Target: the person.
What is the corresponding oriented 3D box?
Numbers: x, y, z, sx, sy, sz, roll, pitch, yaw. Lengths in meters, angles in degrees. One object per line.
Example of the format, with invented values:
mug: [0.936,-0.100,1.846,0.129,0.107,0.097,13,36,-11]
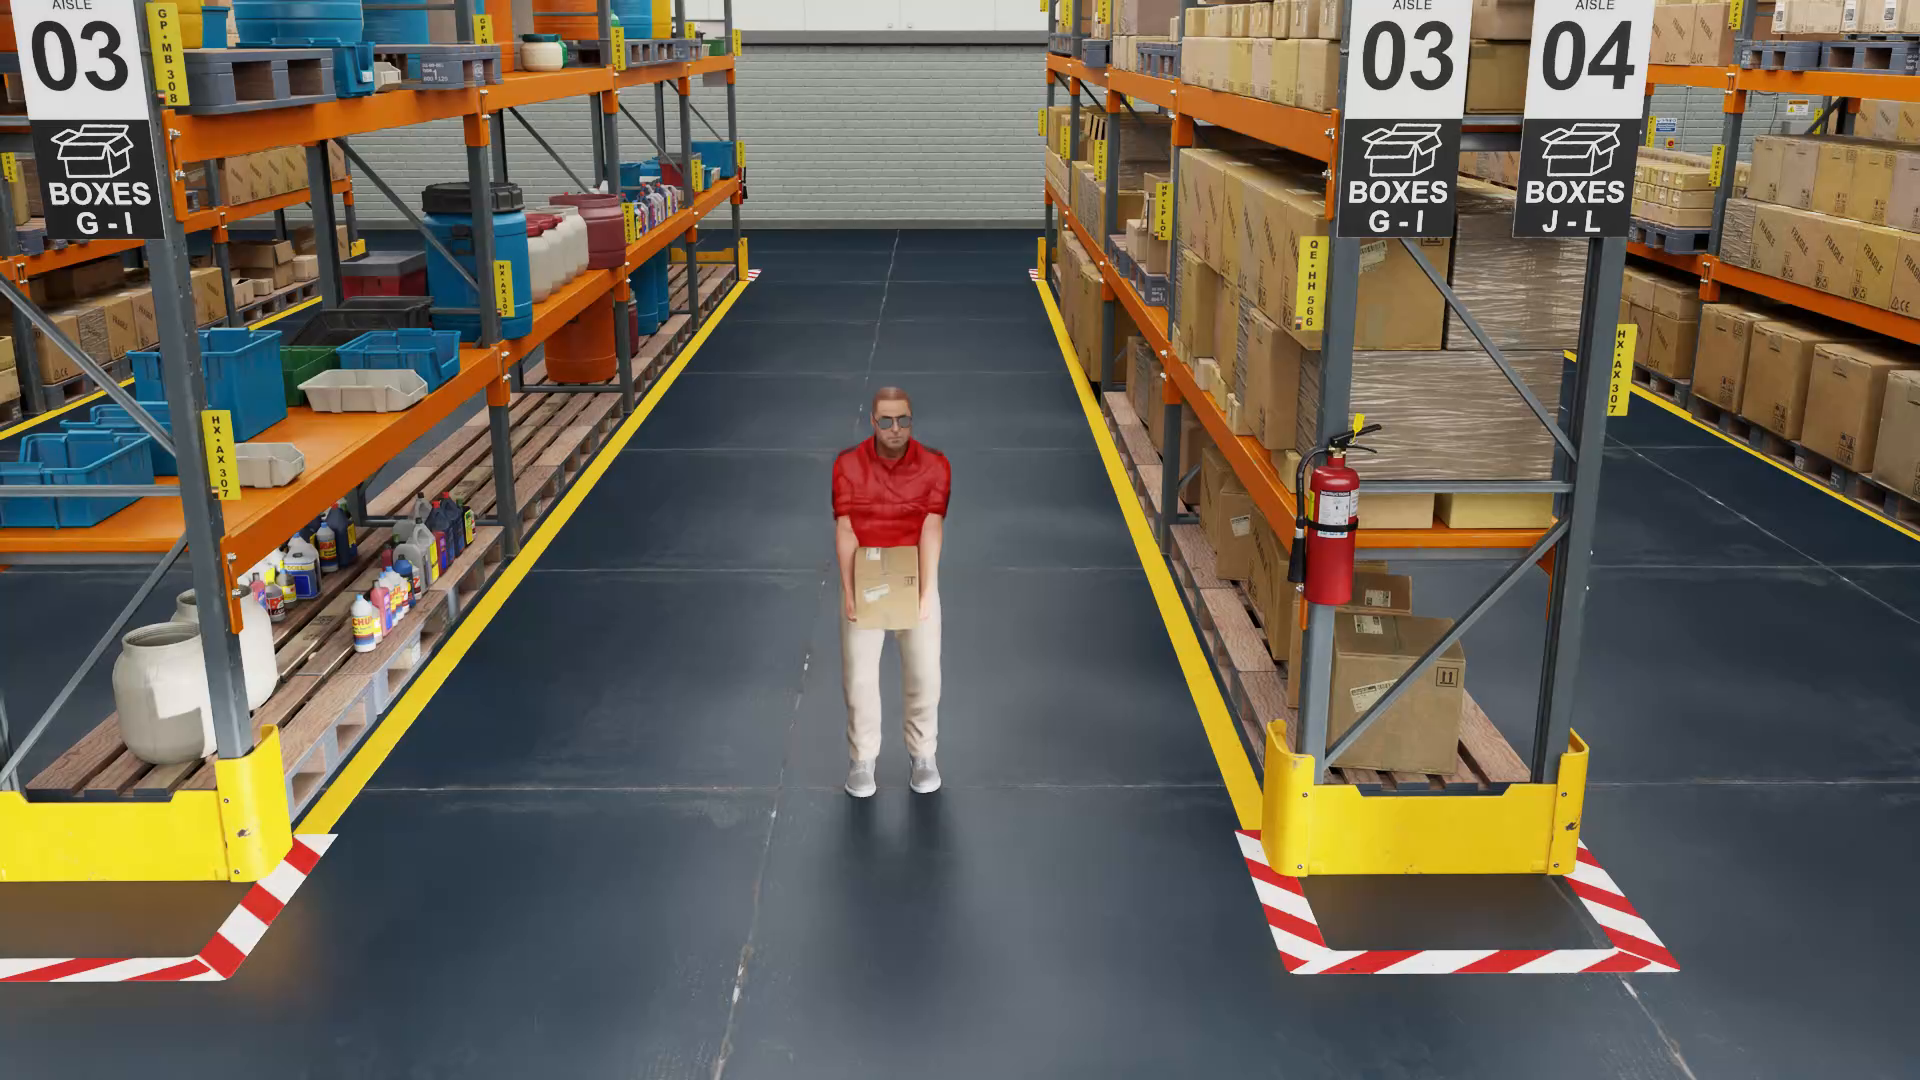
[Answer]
person: [-0.278,-0.152,6.712,0.489,0.915,0.480,-1,17,-2]
